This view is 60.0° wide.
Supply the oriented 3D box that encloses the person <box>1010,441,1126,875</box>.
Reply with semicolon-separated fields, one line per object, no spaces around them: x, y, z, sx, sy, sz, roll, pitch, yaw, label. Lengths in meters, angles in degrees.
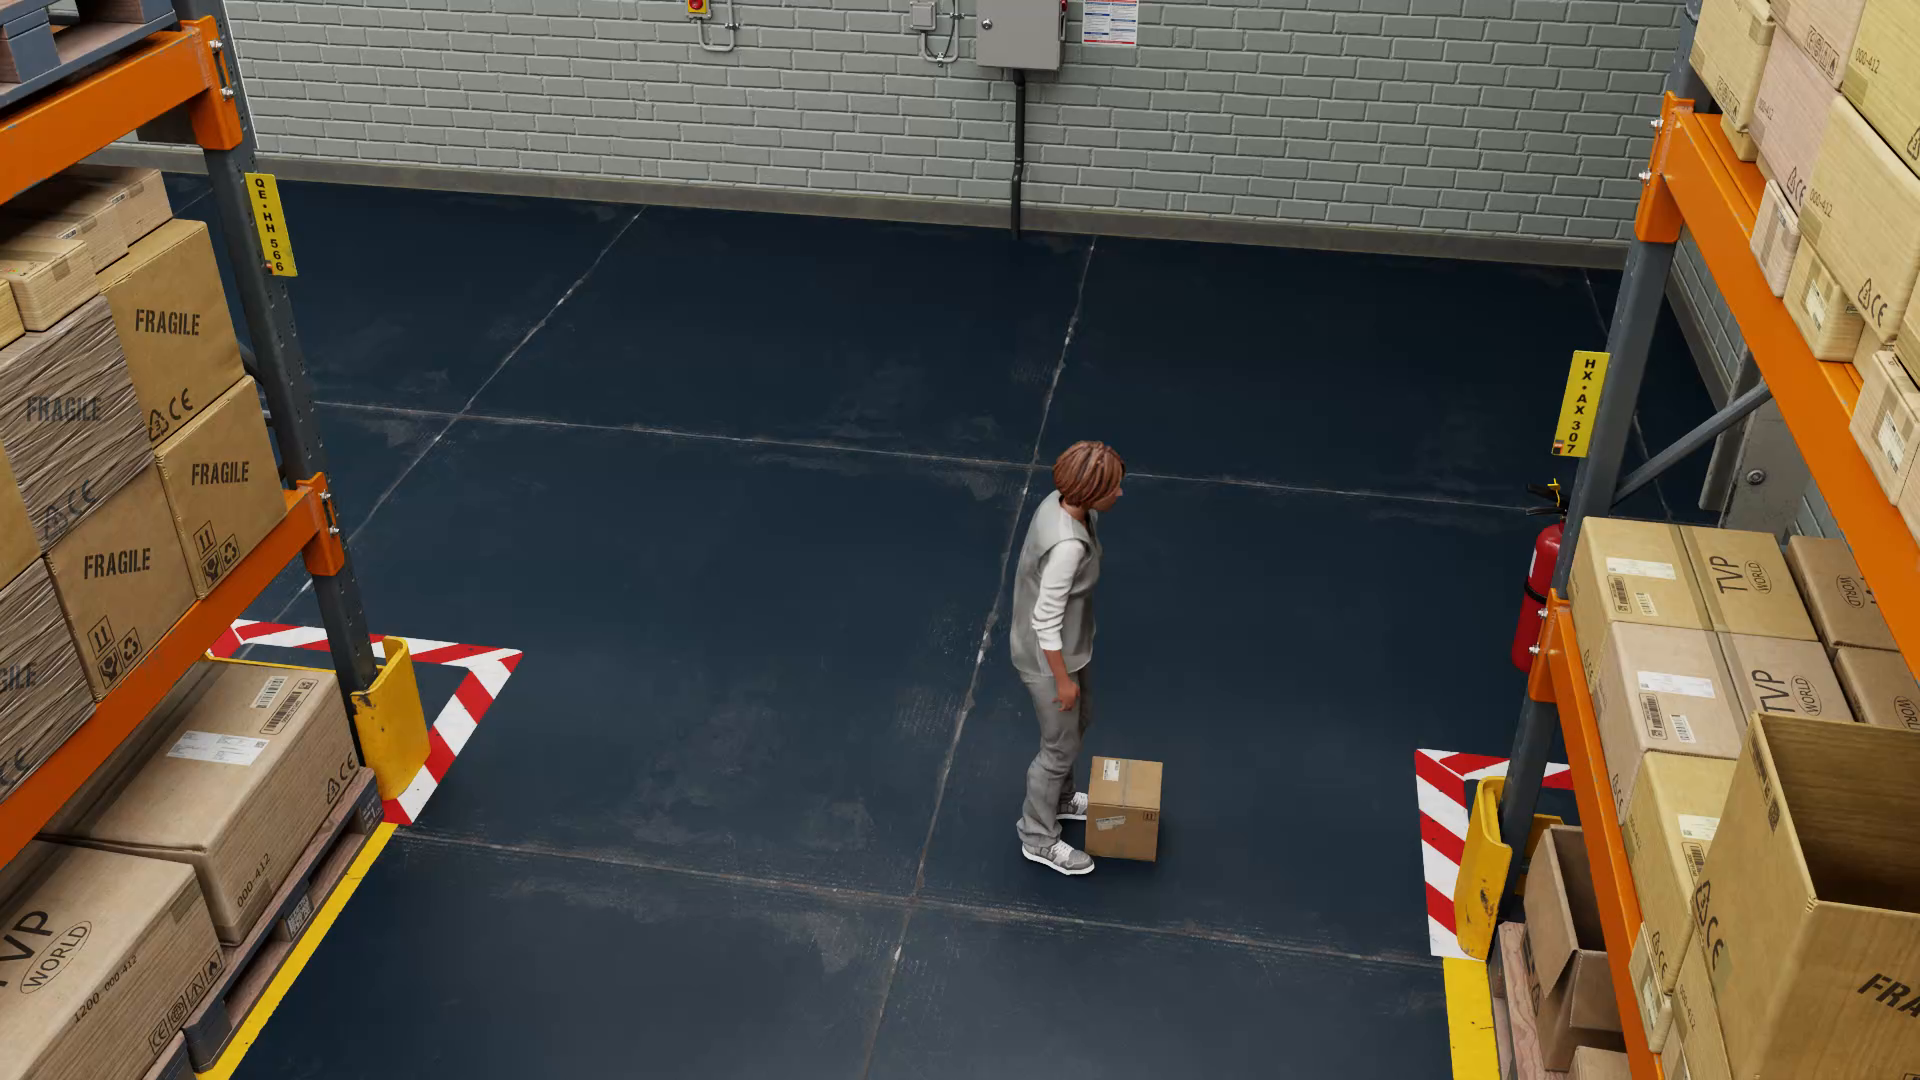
0.351;0.375;5.567;0.364;1.593;0.463;5;33;8;person
